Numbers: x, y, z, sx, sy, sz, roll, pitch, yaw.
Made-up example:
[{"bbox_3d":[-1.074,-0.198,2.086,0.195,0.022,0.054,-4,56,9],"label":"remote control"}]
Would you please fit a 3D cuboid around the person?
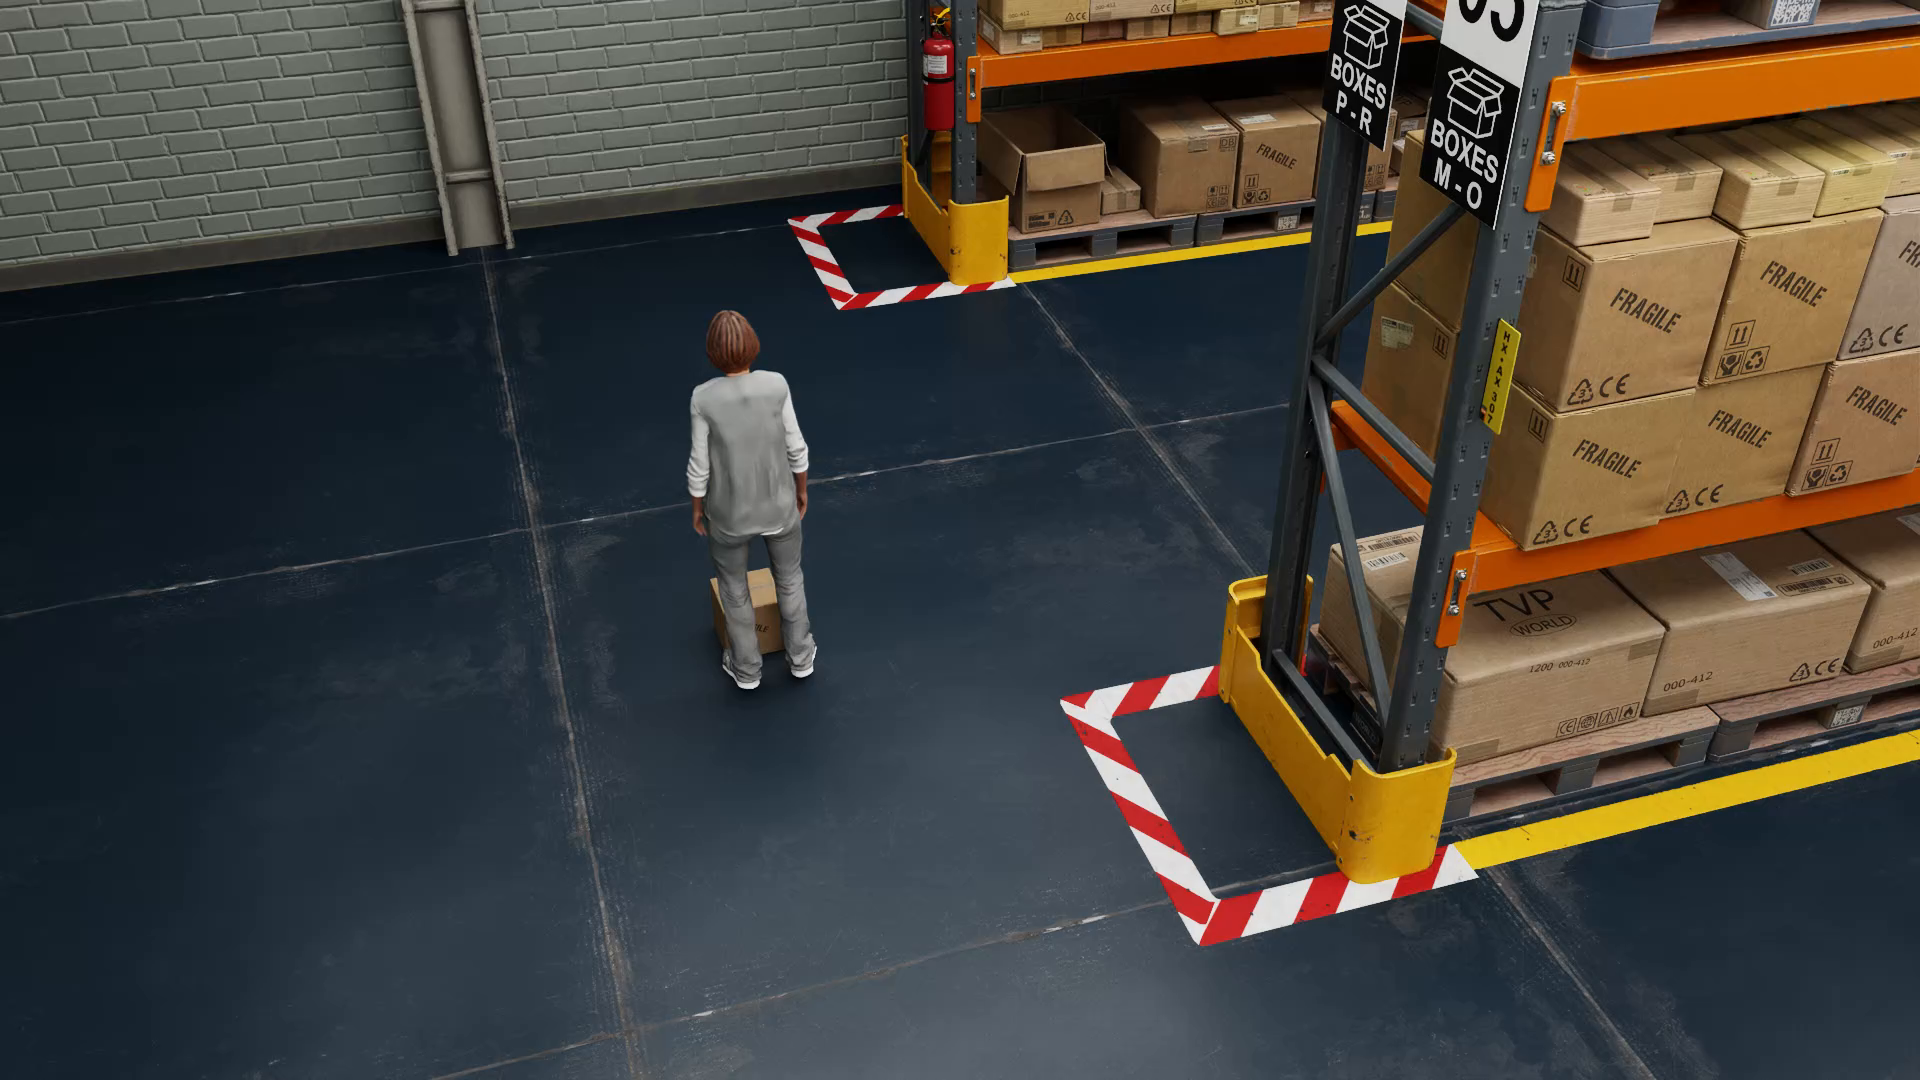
[{"bbox_3d":[-0.793,-0.118,6.325,0.462,1.593,0.343,-10,36,-14],"label":"person"}]
